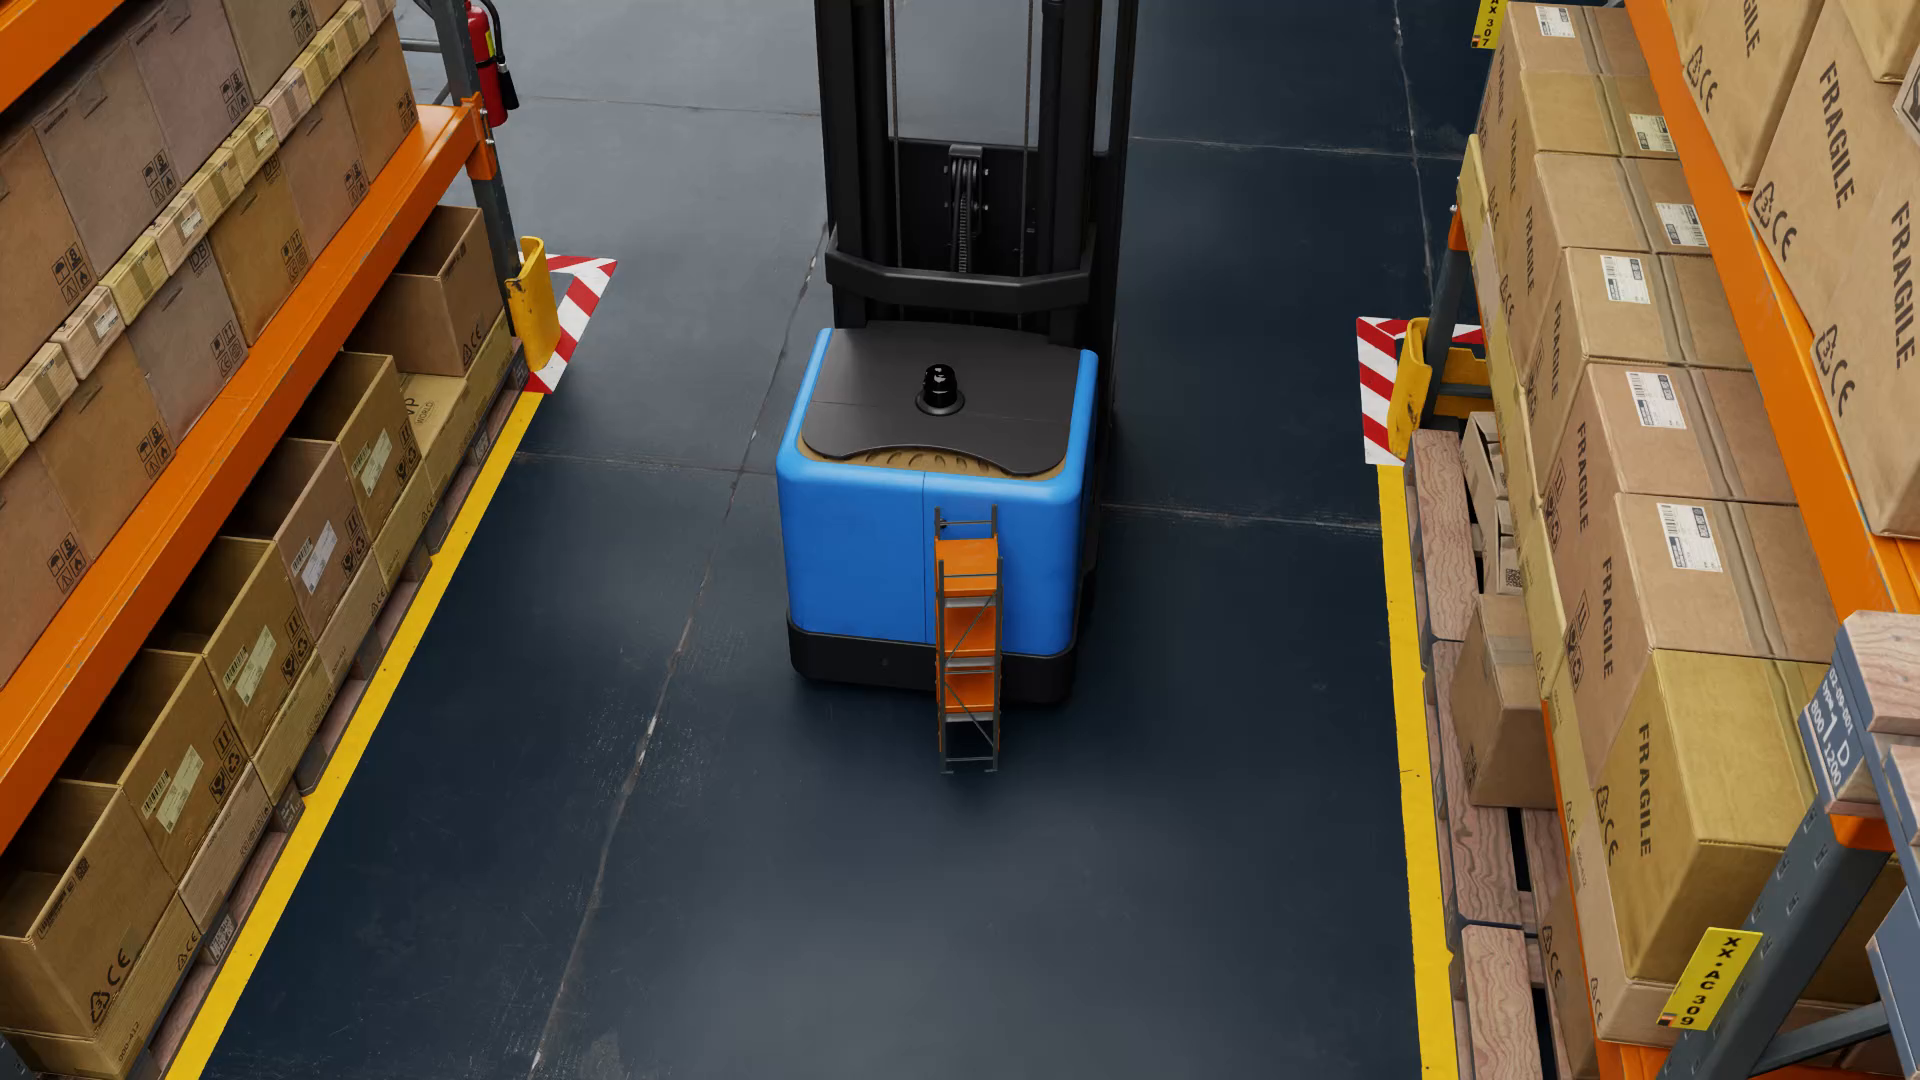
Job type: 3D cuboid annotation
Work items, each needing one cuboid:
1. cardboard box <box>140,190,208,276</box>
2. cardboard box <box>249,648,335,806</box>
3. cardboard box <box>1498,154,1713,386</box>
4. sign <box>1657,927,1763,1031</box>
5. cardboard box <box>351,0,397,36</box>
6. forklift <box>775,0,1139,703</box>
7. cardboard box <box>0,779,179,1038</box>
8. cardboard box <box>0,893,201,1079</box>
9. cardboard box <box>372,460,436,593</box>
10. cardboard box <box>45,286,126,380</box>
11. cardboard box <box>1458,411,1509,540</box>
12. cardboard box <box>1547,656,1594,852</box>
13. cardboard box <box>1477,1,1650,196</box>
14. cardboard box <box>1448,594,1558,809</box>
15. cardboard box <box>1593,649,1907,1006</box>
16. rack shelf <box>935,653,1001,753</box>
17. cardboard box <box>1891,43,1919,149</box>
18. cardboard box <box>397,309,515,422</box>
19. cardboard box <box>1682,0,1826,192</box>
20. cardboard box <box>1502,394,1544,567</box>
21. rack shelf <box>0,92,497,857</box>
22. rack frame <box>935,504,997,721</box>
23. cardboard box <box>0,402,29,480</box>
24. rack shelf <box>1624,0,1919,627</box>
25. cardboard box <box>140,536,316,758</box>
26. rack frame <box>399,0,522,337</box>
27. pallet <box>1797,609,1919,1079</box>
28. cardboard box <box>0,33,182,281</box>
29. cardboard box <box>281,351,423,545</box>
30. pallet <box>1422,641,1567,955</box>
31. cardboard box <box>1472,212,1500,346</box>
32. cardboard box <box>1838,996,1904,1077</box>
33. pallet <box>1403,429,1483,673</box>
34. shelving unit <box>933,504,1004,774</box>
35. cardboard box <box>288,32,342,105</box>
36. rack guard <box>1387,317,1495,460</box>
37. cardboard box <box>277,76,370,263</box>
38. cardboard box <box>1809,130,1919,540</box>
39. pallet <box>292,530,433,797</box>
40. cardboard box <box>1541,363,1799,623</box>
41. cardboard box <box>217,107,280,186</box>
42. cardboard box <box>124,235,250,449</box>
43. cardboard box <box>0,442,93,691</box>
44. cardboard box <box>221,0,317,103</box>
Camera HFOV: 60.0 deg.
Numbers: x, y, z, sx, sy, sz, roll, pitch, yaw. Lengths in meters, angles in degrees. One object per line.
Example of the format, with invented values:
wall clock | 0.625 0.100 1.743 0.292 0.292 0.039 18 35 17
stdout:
cardboard box | -2.521 -0.936 5.013 0.380 0.149 0.250 5 44 5
cardboard box | -2.481 0.603 5.625 0.500 0.250 0.500 5 44 6
cardboard box | 1.944 -0.791 4.953 0.500 0.500 0.500 4 44 4
sign | 1.387 0.816 3.077 0.100 0.325 0.005 5 44 6
cardboard box | -2.318 -1.994 6.129 0.380 0.149 0.250 5 44 5
forklift | 0.087 -1.493 6.195 1.130 2.935 3.031 5 44 6
cardboard box | -2.614 1.013 4.648 0.500 0.500 0.500 5 44 6
cardboard box | -2.623 1.284 4.907 0.500 0.250 0.500 5 44 6
cardboard box | -2.353 -0.078 6.346 0.500 0.250 0.500 5 44 6
cardboard box | -2.591 -0.589 4.646 0.380 0.149 0.250 4 44 4
cardboard box | 2.274 -0.272 6.491 0.500 0.311 0.500 1 43 1
cardboard box | 1.762 0.532 4.101 0.500 0.250 0.500 5 44 6
cardboard box | 2.093 -1.479 5.679 0.500 0.500 0.500 5 44 6
cardboard box | 2.052 0.543 5.492 0.700 0.500 0.500 3 44 3
cardboard box | 1.681 0.599 3.485 0.500 0.500 0.500 5 44 5
rack shelf | 0.026 0.566 5.809 0.215 0.259 0.240 -2 43 -2
cardboard box | 1.723 -0.688 2.298 0.500 0.500 0.500 2 43 2
cardboard box | -2.234 -0.761 7.067 0.500 0.250 0.500 5 44 6
cardboard box | 1.862 -1.050 3.408 0.500 0.500 0.500 4 44 4
cardboard box | 1.878 -0.155 4.826 0.500 0.250 0.500 6 44 6
rack shelf | -2.721 -0.375 5.488 1.077 0.370 4.000 5 44 6
rack frame | 0.019 0.272 5.699 0.200 1.050 0.008 -2 43 -2
cardboard box | -2.659 -0.237 4.274 0.380 0.149 0.250 5 44 5
rack shelf | 2.190 -1.017 3.984 1.077 0.370 4.000 5 44 6
cardboard box | -2.481 0.331 5.368 0.500 0.500 0.500 5 44 6
rack frame | -2.456 -2.000 6.680 1.000 3.000 0.127 5 44 6
pallet | 1.738 0.564 1.927 1.213 0.211 1.003 5 44 6
cardboard box | -2.734 -1.110 4.724 0.700 0.500 0.500 5 44 6
cardboard box | -2.350 -0.350 6.088 0.500 0.500 0.500 5 44 6
pallet | 2.138 0.892 5.654 1.003 0.211 1.213 5 44 6
cardboard box | 2.021 -0.846 5.556 0.500 0.250 0.500 4 44 4
cardboard box | 2.200 0.921 3.691 0.500 0.250 0.500 6 44 6
pallet | 2.302 0.063 6.530 1.003 0.211 1.213 5 44 6
shelving unit | 0.026 0.356 5.610 0.215 1.050 0.252 -2 43 -2
cardboard box | -2.385 -1.641 5.757 0.380 0.149 0.250 5 44 5
rack guard | 2.444 -0.592 7.012 1.175 0.500 0.348 5 44 6
cardboard box | -2.595 -1.360 5.932 0.700 0.500 0.500 6 44 7
cardboard box | 1.748 -0.327 2.645 0.500 0.500 0.500 6 44 7
pallet | -2.680 0.367 6.209 1.003 0.211 1.213 5 44 6
cardboard box | 1.819 -0.084 4.206 0.500 0.500 0.500 4 44 4
cardboard box | -2.455 -1.291 5.387 0.380 0.149 0.250 6 44 7
cardboard box | -2.733 -0.664 5.196 0.700 0.500 0.500 6 44 7
cardboard box | -2.869 0.027 4.467 0.700 0.500 0.500 5 44 5
cardboard box | -2.602 -1.795 5.448 0.700 0.500 0.500 4 44 4
